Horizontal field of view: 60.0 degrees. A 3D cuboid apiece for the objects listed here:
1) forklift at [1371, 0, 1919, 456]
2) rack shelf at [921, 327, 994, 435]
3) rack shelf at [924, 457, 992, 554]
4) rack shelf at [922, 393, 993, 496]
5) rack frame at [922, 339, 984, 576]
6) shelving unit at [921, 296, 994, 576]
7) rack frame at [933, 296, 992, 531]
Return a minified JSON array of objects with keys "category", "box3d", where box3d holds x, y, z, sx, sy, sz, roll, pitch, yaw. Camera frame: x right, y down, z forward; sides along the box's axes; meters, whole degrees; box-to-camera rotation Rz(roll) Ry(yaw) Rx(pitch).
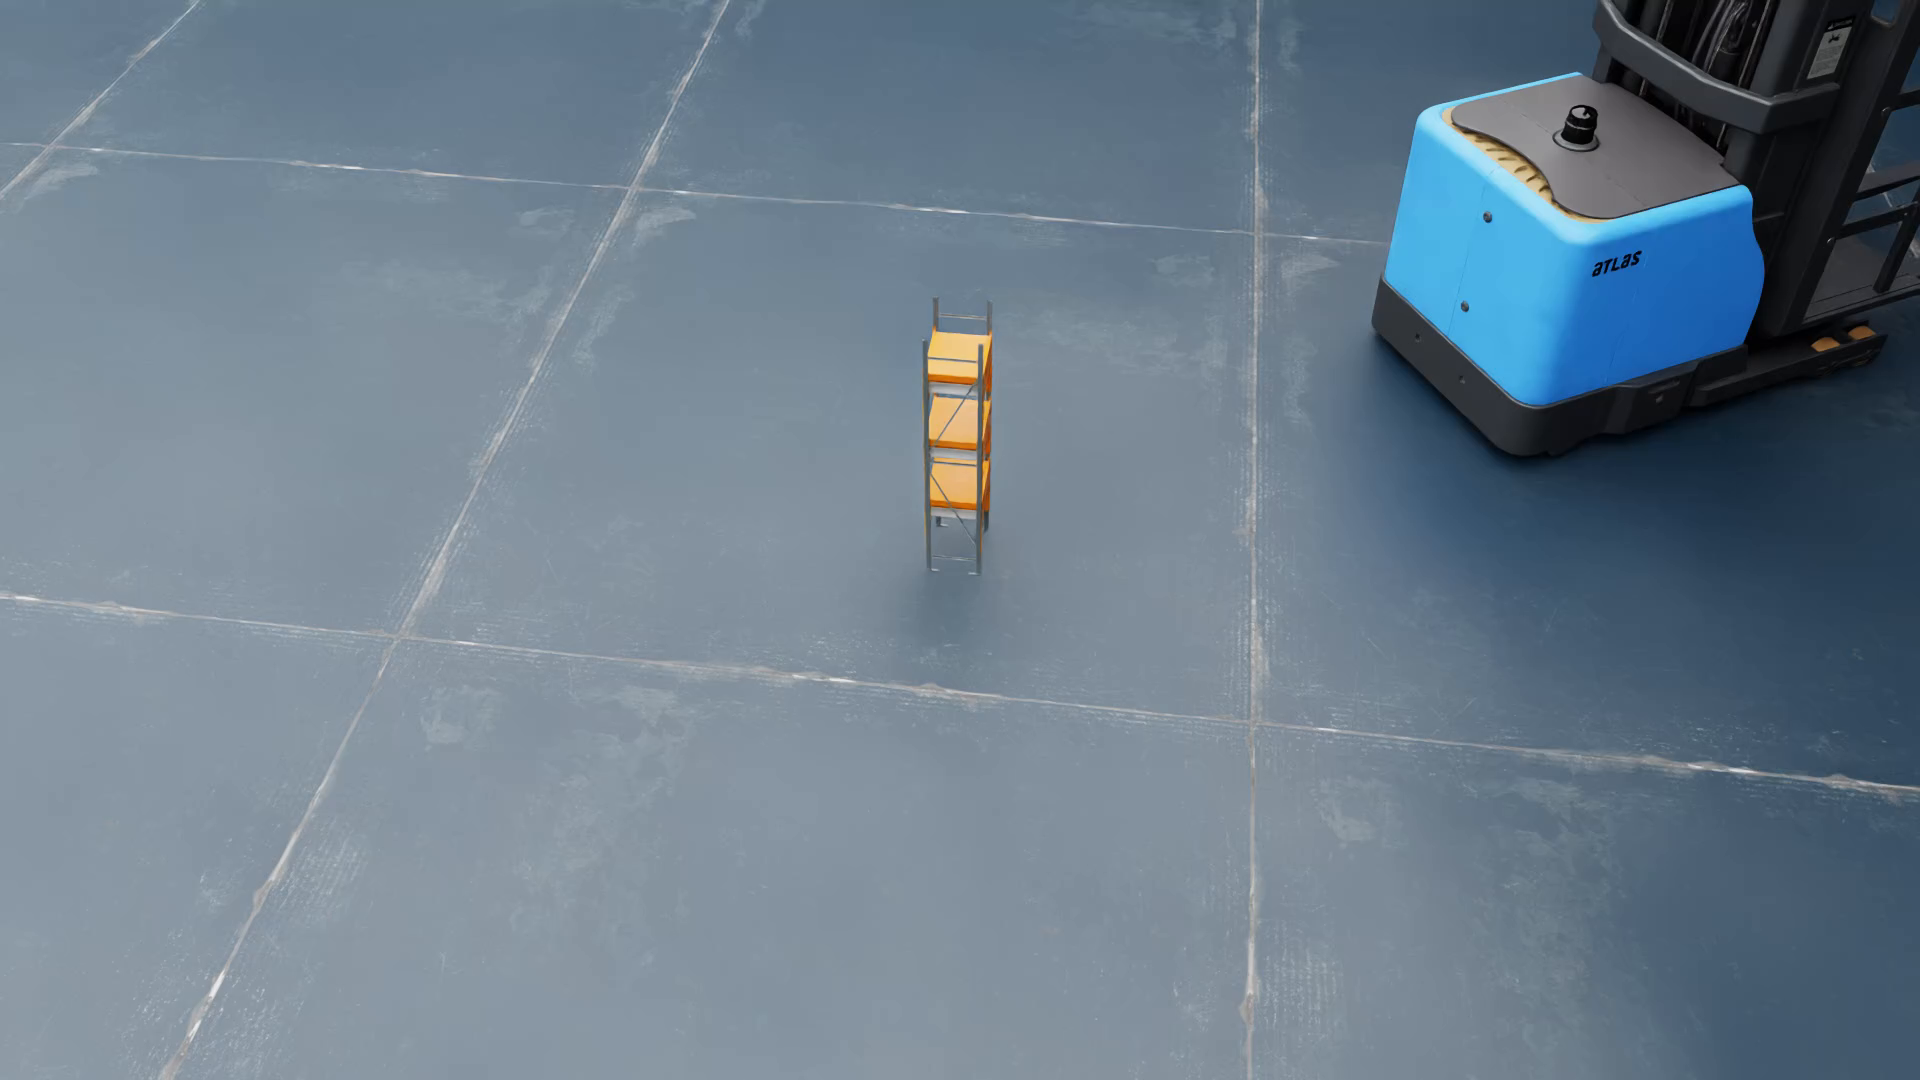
[{"category":"forklift","box3d":[3.327,-2.063,6.297,3.031,2.935,1.130,-17,46,-17]},{"category":"rack shelf","box3d":[-0.007,-0.543,5.663,0.215,0.259,0.240,5,44,6]},{"category":"rack shelf","box3d":[-0.007,-0.135,6.049,0.215,0.259,0.240,5,44,6]},{"category":"rack shelf","box3d":[-0.007,-0.337,5.858,0.215,0.259,0.240,5,44,6]},{"category":"rack frame","box3d":[-0.023,-0.262,5.763,0.200,1.050,0.008,5,44,6]},{"category":"shelving unit","box3d":[-0.007,-0.345,5.851,0.215,1.050,0.252,5,44,6]},{"category":"rack frame","box3d":[0.009,-0.428,5.938,0.200,1.050,0.008,5,44,6]}]
